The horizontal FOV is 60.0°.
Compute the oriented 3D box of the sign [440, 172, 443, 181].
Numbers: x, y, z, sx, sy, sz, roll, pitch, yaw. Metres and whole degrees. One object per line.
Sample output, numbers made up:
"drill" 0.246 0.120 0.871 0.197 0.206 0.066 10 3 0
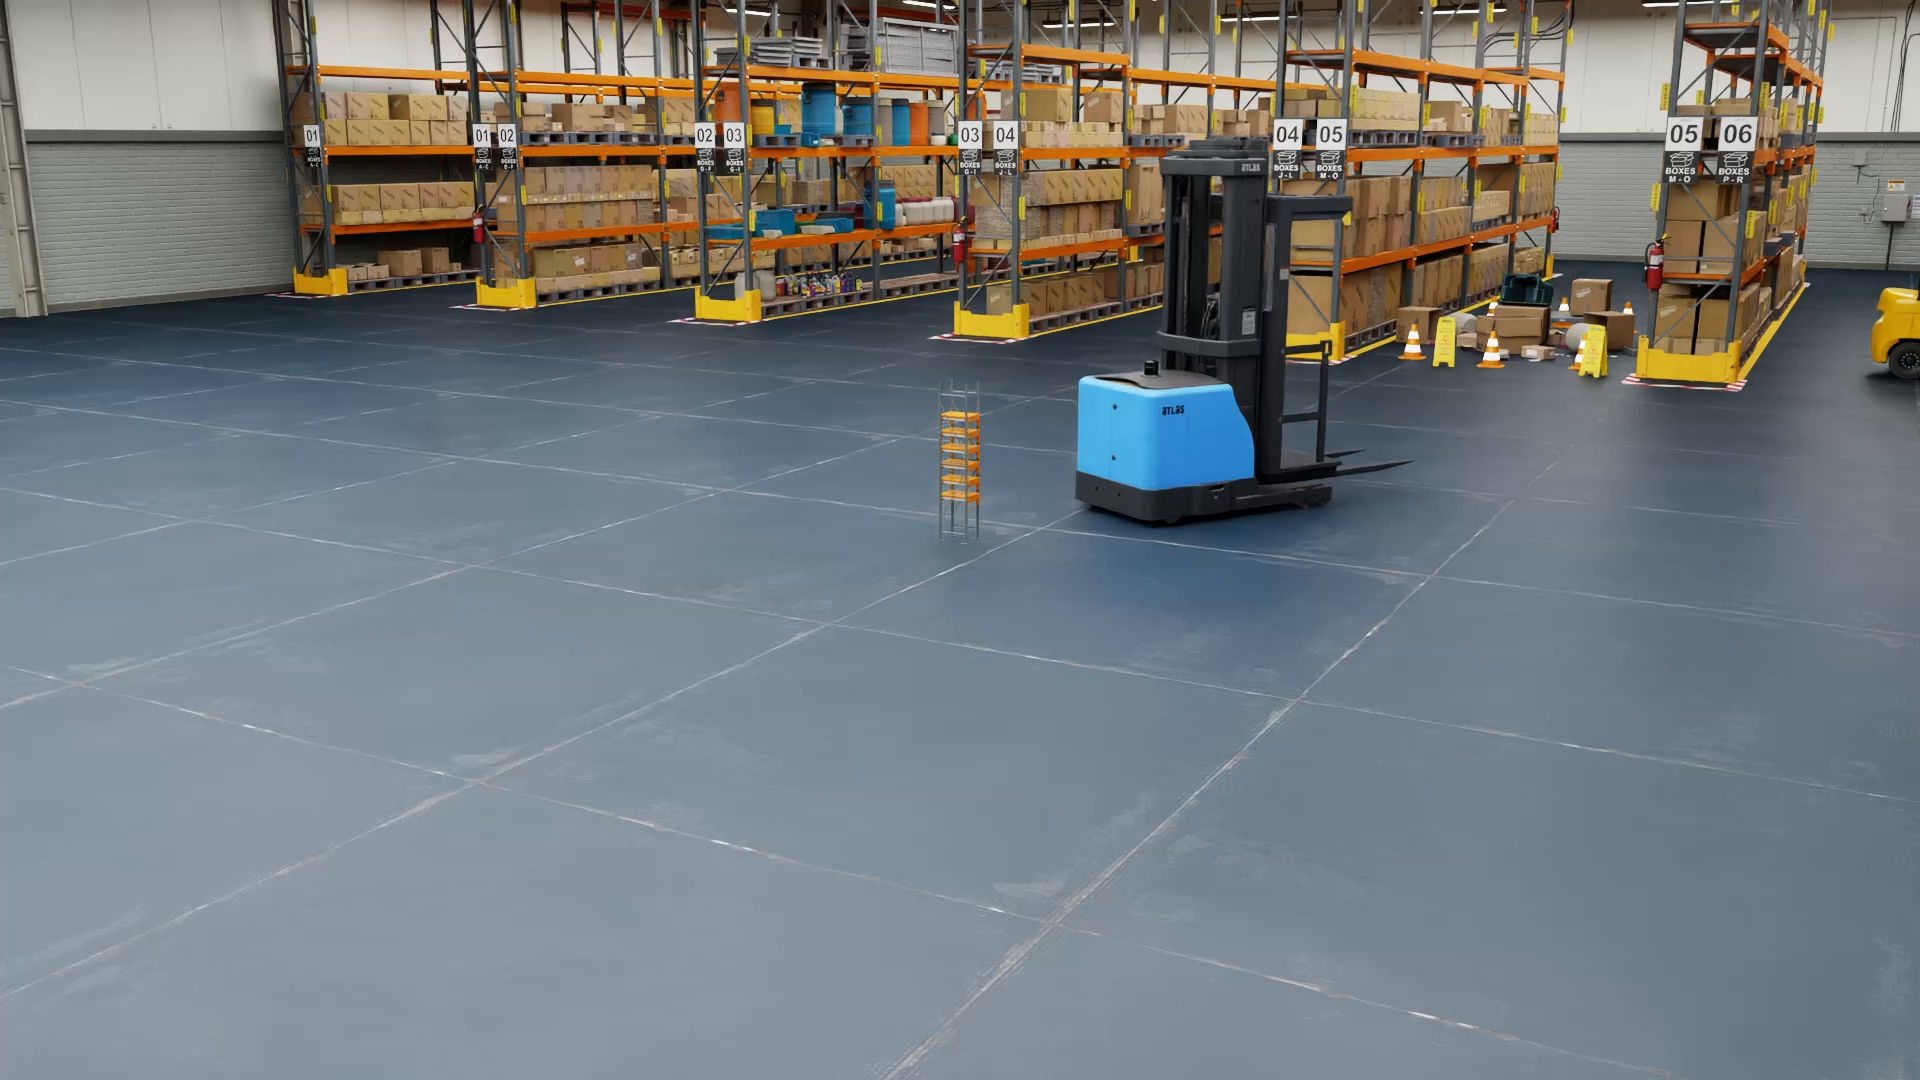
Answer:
"sign" -11.117 -7.730 35.726 0.100 0.325 0.005 7 15 28

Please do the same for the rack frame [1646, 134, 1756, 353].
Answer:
"rack frame" 9.121 -3.478 20.559 1.000 3.000 0.127 7 15 28

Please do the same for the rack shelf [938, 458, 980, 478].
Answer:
"rack shelf" -0.007 -0.537 12.391 0.258 0.103 0.180 7 15 28

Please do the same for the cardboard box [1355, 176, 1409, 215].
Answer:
"cardboard box" 6.300 -5.239 25.239 0.875 0.550 0.550 7 15 28

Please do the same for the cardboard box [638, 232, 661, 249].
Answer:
"cardboard box" -7.796 -7.400 40.517 0.750 0.750 0.750 7 15 28

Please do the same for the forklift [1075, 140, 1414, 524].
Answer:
"forklift" 2.474 -1.782 13.672 3.031 2.935 1.130 -8 16 -30

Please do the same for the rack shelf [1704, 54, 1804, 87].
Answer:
"rack shelf" 12.021 -7.081 25.093 1.077 0.370 4.000 7 15 28

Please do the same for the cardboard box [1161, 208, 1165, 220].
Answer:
"cardboard box" 3.743 -6.008 30.445 0.396 0.266 0.258 7 15 26

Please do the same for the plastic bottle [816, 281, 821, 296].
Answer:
"plastic bottle" -2.527 -4.477 29.585 0.097 0.271 0.097 0 14 0

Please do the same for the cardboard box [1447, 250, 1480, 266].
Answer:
"cardboard box" 9.151 -5.127 30.236 0.500 0.250 0.500 7 15 26

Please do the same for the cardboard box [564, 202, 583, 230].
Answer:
"cardboard box" -7.493 -6.076 31.124 0.700 0.500 0.500 7 15 28

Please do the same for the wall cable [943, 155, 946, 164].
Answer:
"wall cable" -1.781 -12.094 50.122 3.097 2.526 0.112 7 15 28

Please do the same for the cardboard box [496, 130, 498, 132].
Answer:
"cardboard box" -9.997 -8.953 36.165 0.500 0.311 0.500 8 16 30

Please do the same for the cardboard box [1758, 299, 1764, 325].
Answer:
"cardboard box" 11.650 -3.481 25.283 0.950 0.372 0.625 9 16 32

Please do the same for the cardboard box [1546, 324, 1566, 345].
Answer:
"cardboard box" 8.782 -3.045 24.599 0.258 0.266 0.396 -3 14 -11

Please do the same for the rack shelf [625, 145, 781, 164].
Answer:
"rack shelf" -5.324 -8.063 34.714 1.077 0.370 4.000 7 15 28

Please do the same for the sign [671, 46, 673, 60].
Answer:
"sign" -7.236 -12.262 41.862 0.100 0.325 0.005 7 15 28

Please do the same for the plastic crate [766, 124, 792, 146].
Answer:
"plastic crate" -3.232 -7.038 28.959 0.392 0.384 0.575 7 15 28

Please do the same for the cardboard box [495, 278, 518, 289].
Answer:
"cardboard box" -8.224 -4.735 30.743 0.500 0.250 0.500 7 15 28

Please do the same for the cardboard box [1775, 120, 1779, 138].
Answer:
"cardboard box" 11.076 -5.707 23.090 0.500 0.250 0.500 7 15 28

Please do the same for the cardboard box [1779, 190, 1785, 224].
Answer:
"cardboard box" 12.528 -5.181 25.879 0.500 0.500 0.500 6 15 24

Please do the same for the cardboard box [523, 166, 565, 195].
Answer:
"cardboard box" -7.713 -6.617 30.598 0.700 0.500 0.500 7 15 27

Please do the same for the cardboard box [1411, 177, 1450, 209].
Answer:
"cardboard box" 7.891 -5.893 28.232 0.700 0.500 0.500 7 15 27

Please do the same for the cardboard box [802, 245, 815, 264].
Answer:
"cardboard box" -3.639 -6.533 37.626 0.500 0.500 0.500 7 15 26

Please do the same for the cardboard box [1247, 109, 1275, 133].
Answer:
"cardboard box" 6.572 -8.989 35.698 0.700 0.500 0.500 6 15 25

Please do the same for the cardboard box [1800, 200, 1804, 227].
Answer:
"cardboard box" 15.871 -6.259 31.882 0.500 0.500 0.500 7 15 28

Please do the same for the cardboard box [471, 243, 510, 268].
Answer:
"cardboard box" -10.288 -6.256 36.479 0.700 0.500 0.500 8 16 30

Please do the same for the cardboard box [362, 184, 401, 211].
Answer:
"cardboard box" -11.566 -6.855 33.245 0.500 0.500 0.500 7 15 26

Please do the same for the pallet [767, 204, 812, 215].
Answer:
"pallet" -4.091 -7.419 37.315 1.213 0.211 1.003 7 15 28

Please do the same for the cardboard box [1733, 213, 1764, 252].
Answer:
"cardboard box" 10.568 -4.159 22.536 0.500 0.500 0.500 8 16 30

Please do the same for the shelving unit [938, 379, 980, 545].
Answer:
"shelving unit" -0.007 -0.580 12.381 0.258 1.200 0.189 7 15 28

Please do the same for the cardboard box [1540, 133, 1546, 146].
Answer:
"cardboard box" 11.753 -8.245 34.255 0.500 0.250 0.500 8 16 31

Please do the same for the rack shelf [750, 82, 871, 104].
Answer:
"rack shelf" -3.390 -10.148 37.813 1.077 0.370 4.000 7 15 28

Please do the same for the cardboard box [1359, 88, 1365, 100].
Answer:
"cardboard box" 5.301 -6.078 22.670 0.380 0.149 0.250 7 15 28

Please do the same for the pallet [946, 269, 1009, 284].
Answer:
"pallet" 0.322 -5.614 35.369 1.003 0.211 1.213 7 15 28

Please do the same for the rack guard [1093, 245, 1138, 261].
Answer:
"rack guard" 3.845 -7.236 41.480 1.175 0.500 0.348 7 15 28

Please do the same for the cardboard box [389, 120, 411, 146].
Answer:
"cardboard box" -11.403 -8.166 33.351 0.500 0.500 0.500 8 16 31

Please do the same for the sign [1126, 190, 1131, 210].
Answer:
"sign" 2.858 -5.782 28.270 0.100 0.325 0.005 7 15 28

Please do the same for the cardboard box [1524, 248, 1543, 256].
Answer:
"cardboard box" 12.254 -6.158 35.594 0.380 0.149 0.250 7 15 27

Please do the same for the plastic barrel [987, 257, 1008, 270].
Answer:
"plastic barrel" 0.745 -6.169 35.971 0.600 0.588 0.708 7 15 28

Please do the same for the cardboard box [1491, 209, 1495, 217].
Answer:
"cardboard box" 9.894 -6.190 31.450 0.380 0.149 0.250 8 16 30

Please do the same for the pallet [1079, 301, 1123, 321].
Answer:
"pallet" 2.086 -3.924 28.359 1.003 0.211 1.213 7 15 28

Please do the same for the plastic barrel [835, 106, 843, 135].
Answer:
"plastic barrel" -2.337 -7.633 30.260 0.421 0.512 0.421 0 14 0

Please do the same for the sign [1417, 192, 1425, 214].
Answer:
"sign" 7.159 -5.235 25.833 0.100 0.325 0.005 7 15 28

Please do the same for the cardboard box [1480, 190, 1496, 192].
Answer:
"cardboard box" 10.526 -6.804 33.509 0.500 0.500 0.500 7 15 28

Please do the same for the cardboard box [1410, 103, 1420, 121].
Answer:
"cardboard box" 6.659 -6.491 25.234 0.500 0.250 0.500 7 15 27

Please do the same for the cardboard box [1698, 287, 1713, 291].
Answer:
"cardboard box" 10.032 -3.223 22.871 0.500 0.500 0.500 8 16 31

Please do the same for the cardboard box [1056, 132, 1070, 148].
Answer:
"cardboard box" 1.392 -6.263 26.032 0.500 0.250 0.500 7 15 28

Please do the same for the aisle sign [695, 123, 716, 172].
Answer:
"aisle sign" -4.185 -6.444 27.318 0.394 0.787 0.004 7 15 28

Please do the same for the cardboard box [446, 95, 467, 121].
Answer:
"cardboard box" -10.634 -8.974 34.567 0.500 0.500 0.500 6 15 23

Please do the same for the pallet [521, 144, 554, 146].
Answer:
"pallet" -9.739 -8.799 36.634 1.213 0.211 1.003 7 15 28

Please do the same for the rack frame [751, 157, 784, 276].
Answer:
"rack frame" -4.357 -7.365 36.683 1.000 3.000 0.127 7 15 28

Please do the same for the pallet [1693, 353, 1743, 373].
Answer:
"pallet" 9.581 -2.300 21.625 1.003 0.211 1.213 7 15 28

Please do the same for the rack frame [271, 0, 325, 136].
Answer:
"rack frame" -12.563 -9.201 31.497 1.000 3.000 0.127 7 15 28
